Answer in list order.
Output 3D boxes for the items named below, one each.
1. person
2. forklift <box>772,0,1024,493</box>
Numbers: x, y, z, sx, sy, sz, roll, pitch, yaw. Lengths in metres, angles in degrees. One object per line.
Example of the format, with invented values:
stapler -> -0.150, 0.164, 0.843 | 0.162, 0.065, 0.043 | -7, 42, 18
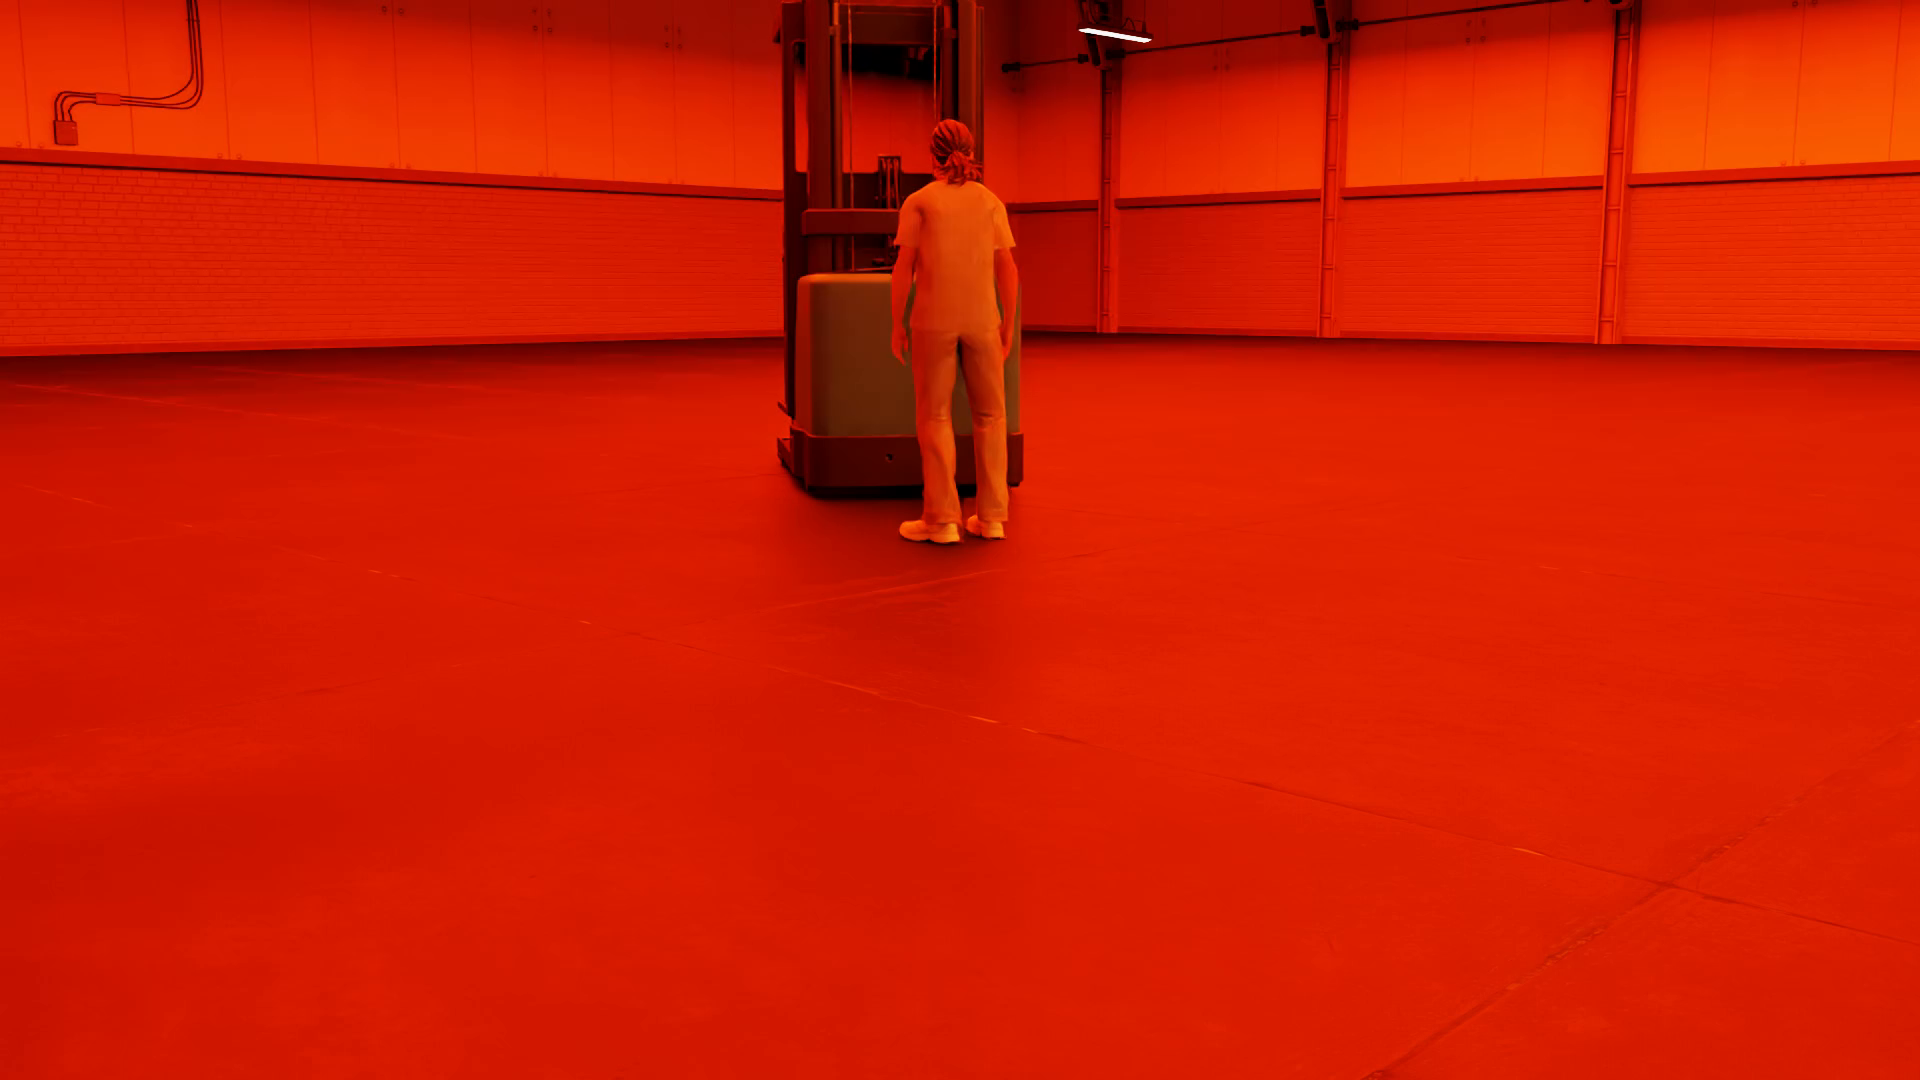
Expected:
person -> -0.029, -0.832, 6.662 | 0.503, 1.665, 0.422 | -1, 9, -9
forklift -> -0.454, -1.862, 9.237 | 1.130, 2.935, 3.031 | -2, 9, -10
